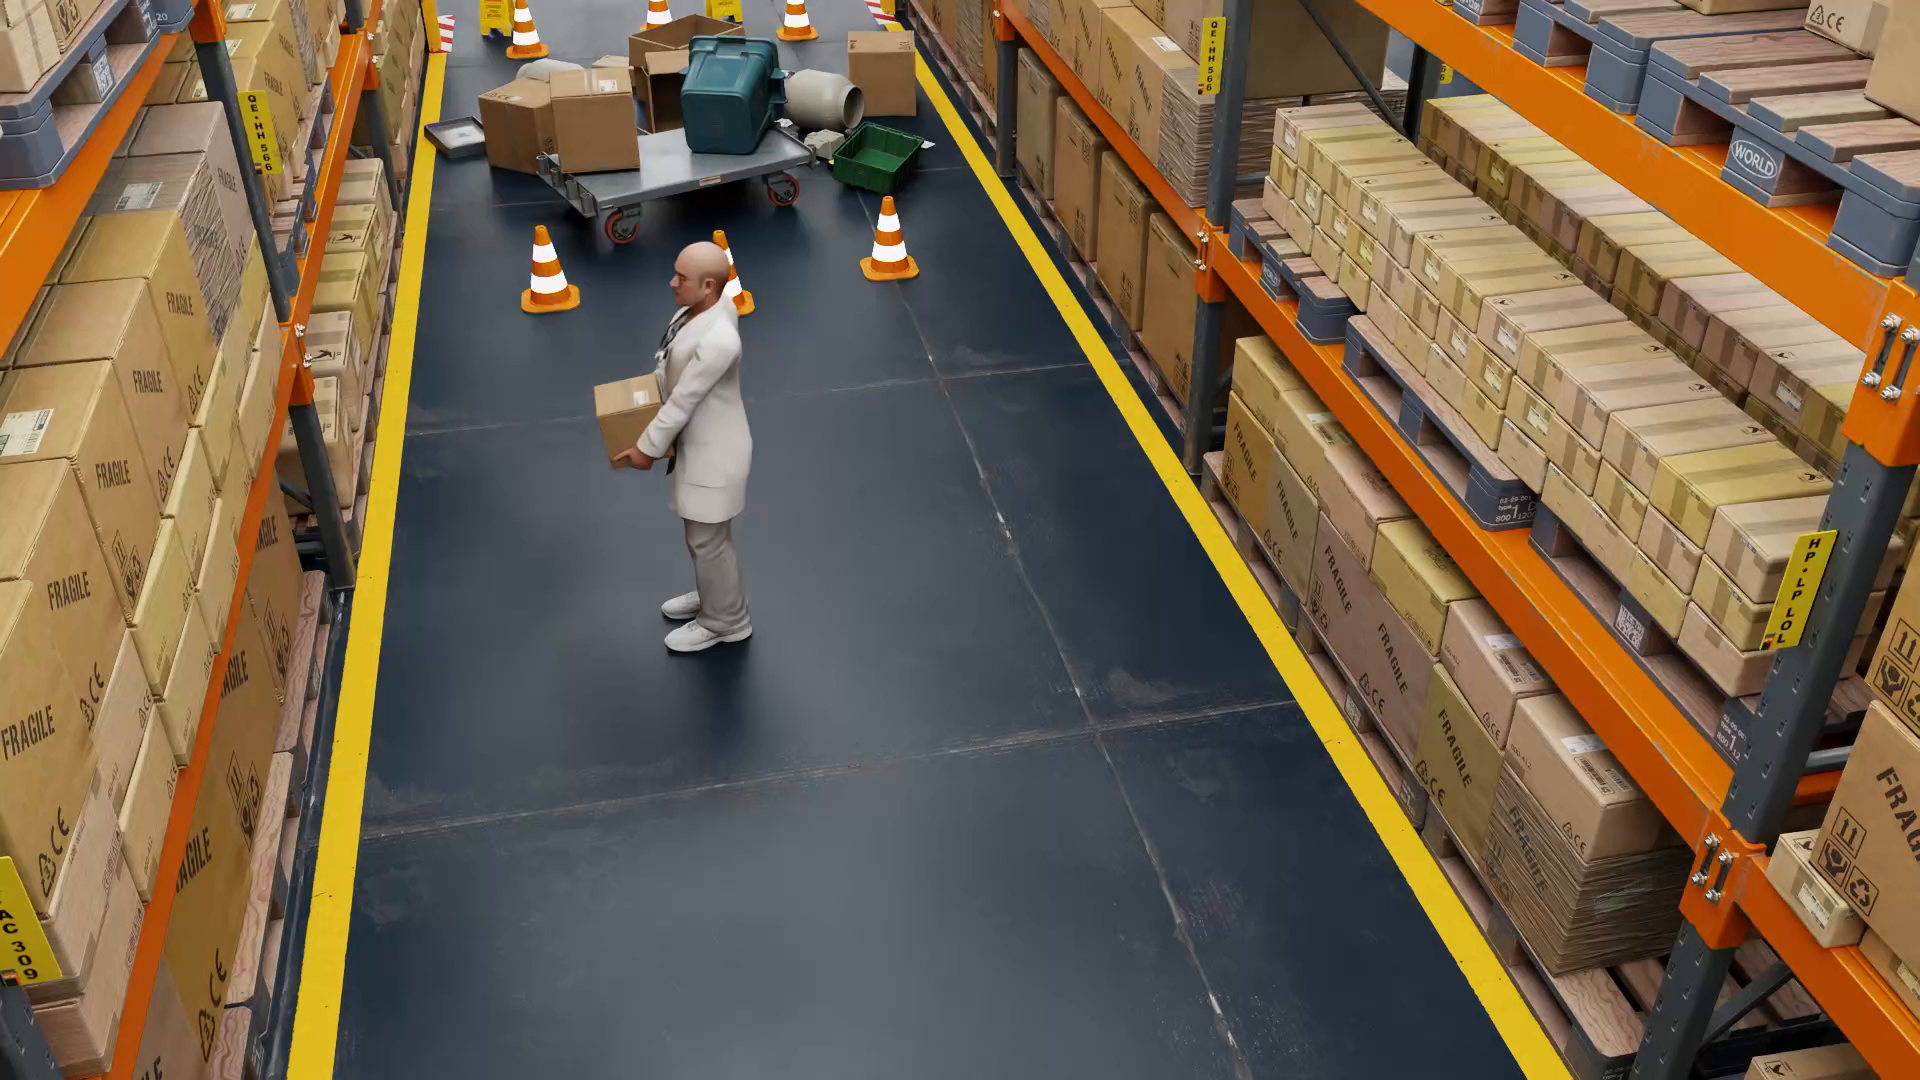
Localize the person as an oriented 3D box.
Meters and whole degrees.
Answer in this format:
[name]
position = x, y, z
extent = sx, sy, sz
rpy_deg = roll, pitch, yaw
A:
[person]
position = -1.113, -0.356, 6.688
extent = 0.554, 1.779, 0.520
rpy_deg = -7, 35, -11
